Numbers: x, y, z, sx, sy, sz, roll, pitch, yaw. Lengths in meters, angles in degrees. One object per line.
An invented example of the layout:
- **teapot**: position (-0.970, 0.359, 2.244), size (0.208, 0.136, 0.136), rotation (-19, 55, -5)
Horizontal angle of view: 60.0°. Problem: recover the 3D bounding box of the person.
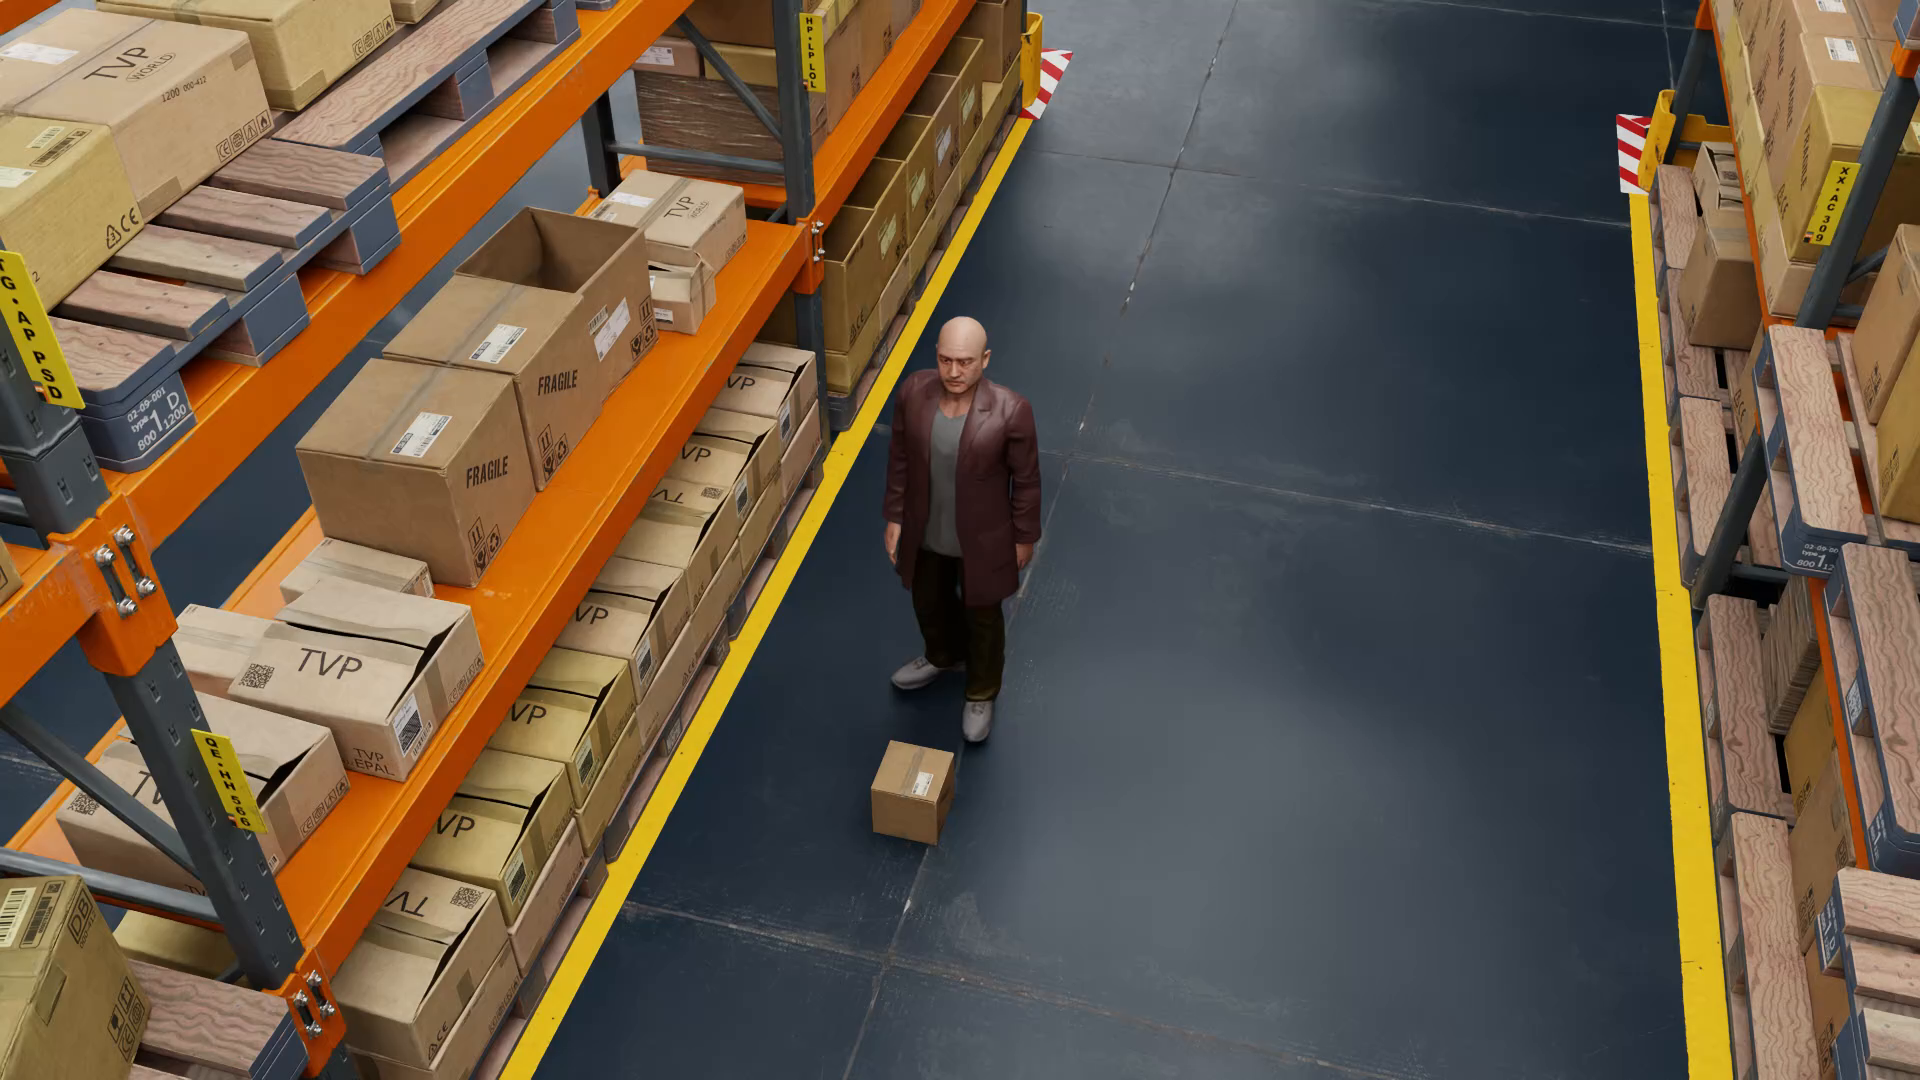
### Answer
- **person**: position (0.000, -0.035, 6.176), size (0.595, 1.782, 0.465), rotation (15, 43, 17)
